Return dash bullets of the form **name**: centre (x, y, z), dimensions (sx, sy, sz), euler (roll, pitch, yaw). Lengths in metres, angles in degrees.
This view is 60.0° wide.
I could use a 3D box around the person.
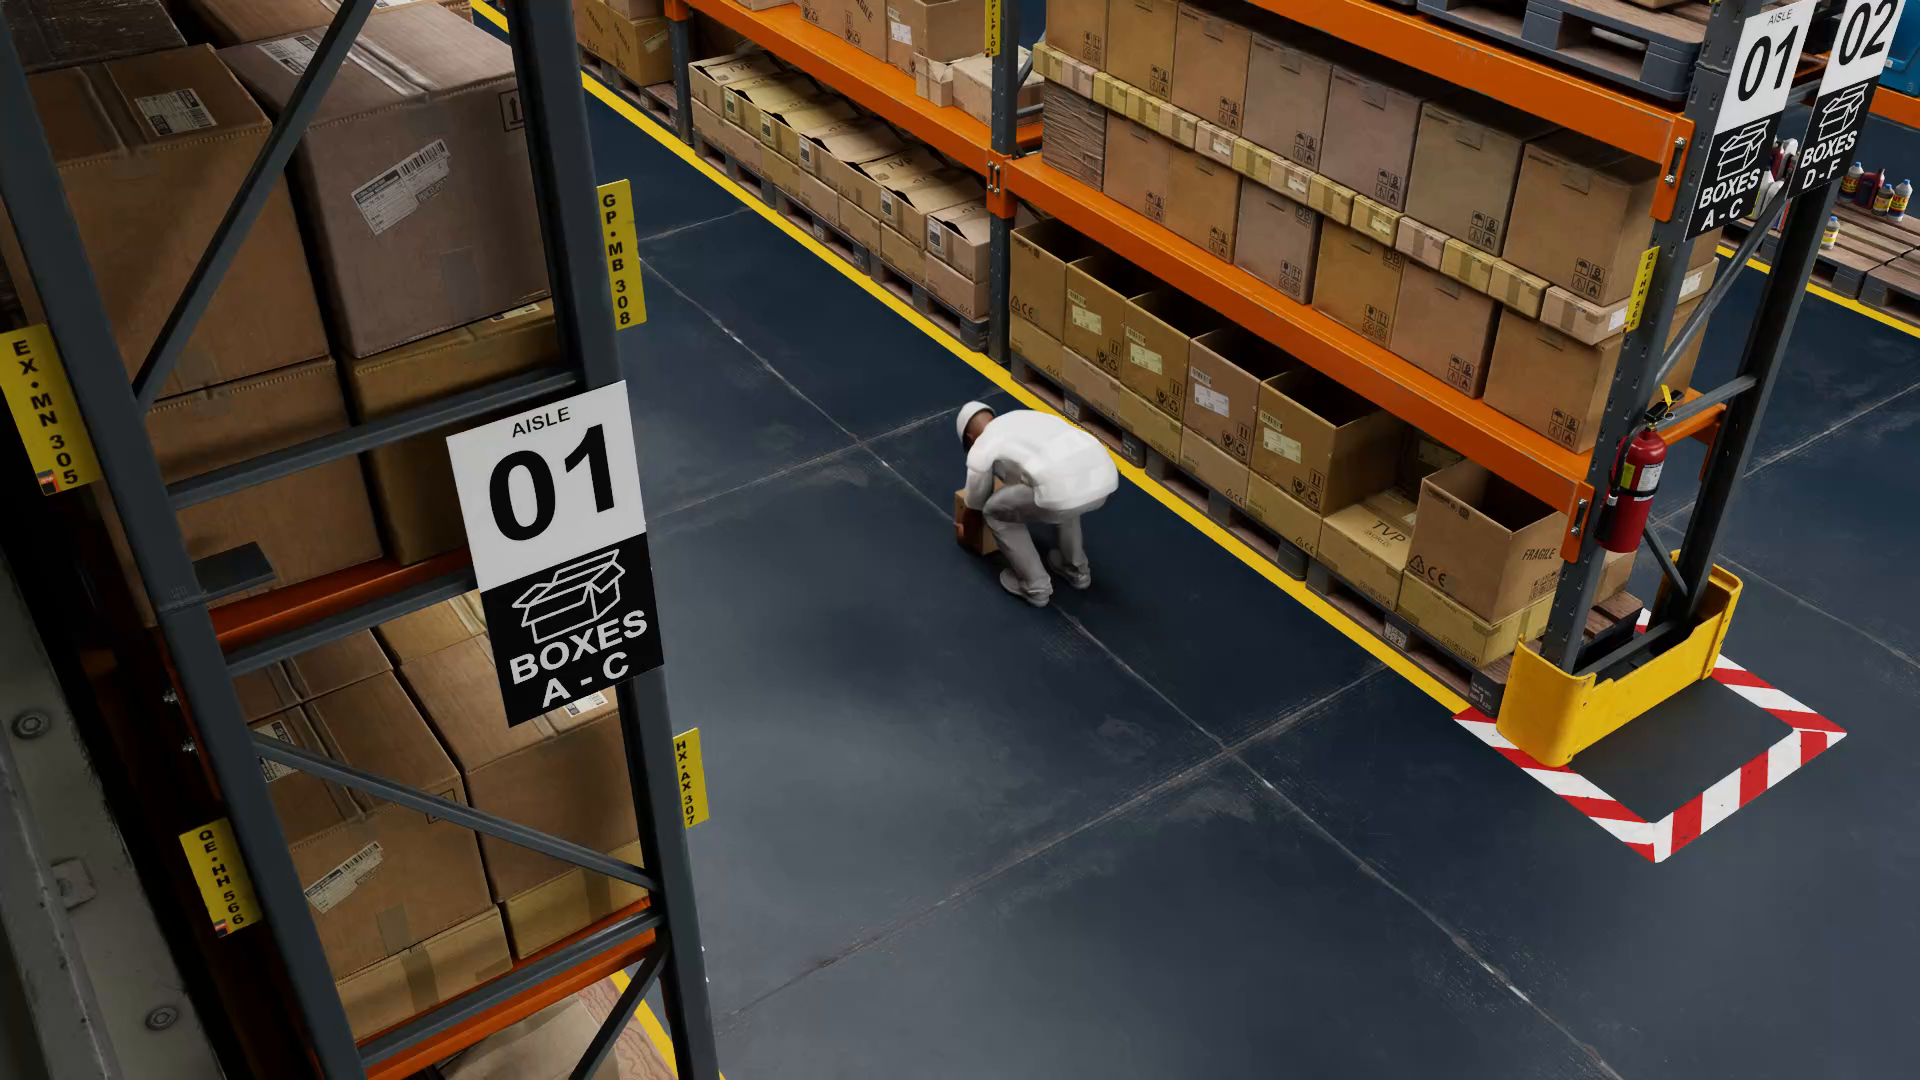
- **person**: centre (0.317, -0.217, 8.037), dimensions (0.512, 0.897, 0.978), euler (-24, 43, -29)
